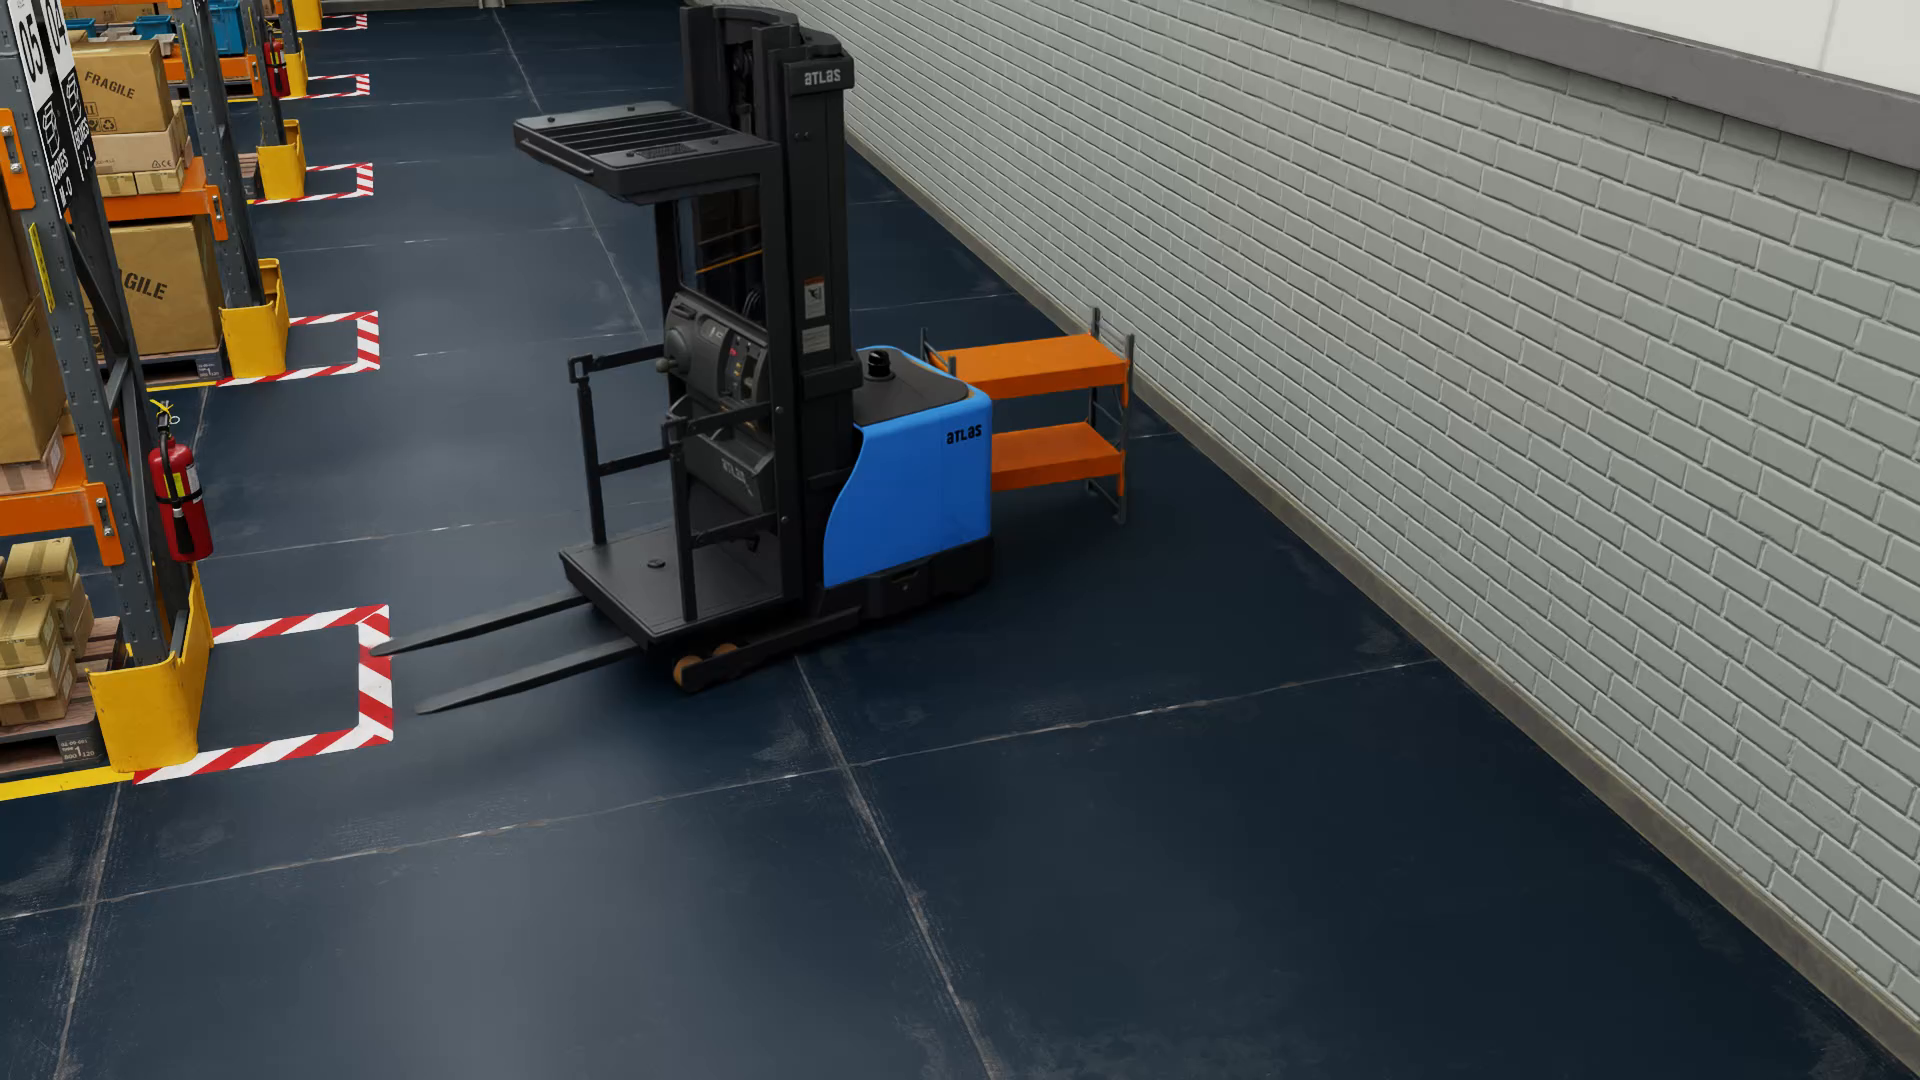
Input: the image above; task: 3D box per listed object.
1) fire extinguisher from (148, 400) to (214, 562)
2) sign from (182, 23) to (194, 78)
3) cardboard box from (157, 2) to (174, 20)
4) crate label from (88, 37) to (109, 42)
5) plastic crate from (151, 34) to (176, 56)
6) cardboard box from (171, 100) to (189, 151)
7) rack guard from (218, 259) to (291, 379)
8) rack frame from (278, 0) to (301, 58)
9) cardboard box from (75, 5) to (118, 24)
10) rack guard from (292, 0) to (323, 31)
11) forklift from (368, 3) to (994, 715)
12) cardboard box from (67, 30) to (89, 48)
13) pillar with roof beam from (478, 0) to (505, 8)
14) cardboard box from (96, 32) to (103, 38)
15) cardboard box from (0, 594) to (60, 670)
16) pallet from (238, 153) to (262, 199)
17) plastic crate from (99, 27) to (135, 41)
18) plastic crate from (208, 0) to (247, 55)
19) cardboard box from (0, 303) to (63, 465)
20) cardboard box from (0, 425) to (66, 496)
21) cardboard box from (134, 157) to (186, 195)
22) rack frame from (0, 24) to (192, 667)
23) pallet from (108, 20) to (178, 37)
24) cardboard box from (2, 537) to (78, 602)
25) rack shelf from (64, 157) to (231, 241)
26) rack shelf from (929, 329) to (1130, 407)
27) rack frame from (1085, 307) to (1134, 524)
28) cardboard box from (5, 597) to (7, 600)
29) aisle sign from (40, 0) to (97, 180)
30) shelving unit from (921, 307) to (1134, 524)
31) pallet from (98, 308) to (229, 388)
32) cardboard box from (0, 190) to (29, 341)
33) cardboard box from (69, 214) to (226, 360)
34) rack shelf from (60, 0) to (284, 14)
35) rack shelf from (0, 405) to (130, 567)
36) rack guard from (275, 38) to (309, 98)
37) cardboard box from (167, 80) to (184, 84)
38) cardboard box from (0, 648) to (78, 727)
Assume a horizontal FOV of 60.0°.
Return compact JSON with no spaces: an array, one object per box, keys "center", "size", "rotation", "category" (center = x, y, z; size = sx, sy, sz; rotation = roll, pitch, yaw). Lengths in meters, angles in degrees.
[{"center":[-3.241,-0.243,6.872],"size":[0.183,0.674,0.296],"rotation":[-8,28,-16],"category":"fire extinguisher"},{"center":[-4.908,-3.109,10.572],"size":[0.005,0.325,0.100],"rotation":[-8,28,-16],"category":"sign"},{"center":[-11.253,-7.790,23.908],"size":[0.500,0.500,0.700],"rotation":[-9,28,-18],"category":"cardboard box"},{"center":[-7.853,-4.448,15.065],"size":[0.243,0.136,0.396],"rotation":[-8,28,-16],"category":"crate label"},{"center":[-7.316,-4.530,15.231],"size":[0.243,0.136,0.396],"rotation":[-8,28,-16],"category":"plastic crate"},{"center":[-5.603,-2.830,11.412],"size":[0.500,0.250,0.500],"rotation":[-9,28,-17],"category":"cardboard box"},{"center":[-5.040,-1.600,11.910],"size":[0.348,0.500,1.175],"rotation":[-8,28,-16],"category":"rack guard"},{"center":[-8.127,-6.905,19.786],"size":[0.127,3.000,1.000],"rotation":[-8,28,-16],"category":"rack frame"},{"center":[-12.247,-7.644,23.613],"size":[0.500,0.500,0.700],"rotation":[-9,28,-17],"category":"cardboard box"},{"center":[-9.642,-7.883,24.566],"size":[0.348,0.500,1.175],"rotation":[-8,28,-16],"category":"rack guard"},{"center":[-1.319,-0.868,7.702],"size":[3.031,2.935,1.130],"rotation":[-18,31,-31],"category":"forklift"},{"center":[-6.078,-3.097,11.106],"size":[0.500,0.500,0.500],"rotation":[-9,28,-17],"category":"cardboard box"},{"center":[-6.032,-10.603,20.489],"size":[0.400,9.000,9.100],"rotation":[-8,28,-16],"category":"pillar with roof beam"},{"center":[-10.146,-5.694,19.659],"size":[0.637,0.503,0.797],"rotation":[-8,28,-16],"category":"cardboard box"},{"center":[-4.048,0.397,7.141],"size":[0.250,0.149,0.380],"rotation":[-8,27,-16],"category":"cardboard box"},{"center":[-7.393,-3.464,15.990],"size":[1.213,0.211,1.003],"rotation":[-8,28,-16],"category":"pallet"},{"center":[-7.909,-4.722,15.616],"size":[0.298,0.136,0.250],"rotation":[-8,28,-16],"category":"plastic crate"},{"center":[-6.857,-4.728,15.293],"size":[0.499,0.435,0.616],"rotation":[-8,28,-16],"category":"plastic crate"},{"center":[-3.971,-0.612,6.663],"size":[0.500,0.500,0.500],"rotation":[-8,27,-15],"category":"cardboard box"},{"center":[-3.846,-0.328,6.820],"size":[0.250,0.149,0.380],"rotation":[-8,28,-16],"category":"cardboard box"},{"center":[-5.300,-2.415,11.024],"size":[0.250,0.149,0.380],"rotation":[-8,27,-15],"category":"cardboard box"},{"center":[-3.623,-0.605,7.095],"size":[0.127,3.000,1.000],"rotation":[-8,28,-16],"category":"rack frame"},{"center":[-11.559,-7.440,24.000],"size":[1.213,0.211,1.003],"rotation":[-8,28,-16],"category":"pallet"},{"center":[-4.227,0.146,7.648],"size":[0.250,0.149,0.380],"rotation":[-10,28,-18],"category":"cardboard box"},{"center":[-6.965,-2.118,10.953],"size":[4.000,0.370,1.077],"rotation":[-8,28,-16],"category":"rack shelf"},{"center":[0.362,-0.887,9.113],"size":[1.000,0.278,0.538],"rotation":[-9,28,-17],"category":"rack shelf"},{"center":[0.841,-0.700,9.396],"size":[0.032,1.125,0.500],"rotation":[-9,28,-17],"category":"rack frame"},{"center":[-4.479,0.328,7.615],"size":[0.250,0.149,0.380],"rotation":[-8,28,-16],"category":"cardboard box"},{"center":[-3.647,-1.906,6.793],"size":[0.004,0.787,0.394],"rotation":[-8,28,-16],"category":"aisle sign"},{"center":[0.362,-0.625,9.243],"size":[1.048,1.125,0.538],"rotation":[-9,28,-17],"category":"shelving unit"},{"center":[-5.799,-1.324,11.679],"size":[1.213,0.211,1.003],"rotation":[-8,28,-16],"category":"pallet"},{"center":[-3.981,-1.063,6.446],"size":[0.500,0.500,0.500],"rotation":[-9,28,-17],"category":"cardboard box"},{"center":[-5.647,-1.831,11.481],"size":[0.875,0.875,0.875],"rotation":[-8,28,-16],"category":"cardboard box"},{"center":[-10.029,-6.307,19.391],"size":[4.000,0.370,1.077],"rotation":[-8,28,-16],"category":"rack shelf"},{"center":[-5.525,-0.007,6.701],"size":[4.000,0.370,1.077],"rotation":[-8,28,-16],"category":"rack shelf"},{"center":[-8.199,-5.775,20.320],"size":[0.348,0.500,1.175],"rotation":[-8,28,-16],"category":"rack guard"},{"center":[-9.481,-5.573,19.701],"size":[0.500,0.250,0.500],"rotation":[-8,28,-16],"category":"cardboard box"},{"center":[-4.059,0.644,7.312],"size":[0.250,0.149,0.380],"rotation":[-8,27,-15],"category":"cardboard box"}]
